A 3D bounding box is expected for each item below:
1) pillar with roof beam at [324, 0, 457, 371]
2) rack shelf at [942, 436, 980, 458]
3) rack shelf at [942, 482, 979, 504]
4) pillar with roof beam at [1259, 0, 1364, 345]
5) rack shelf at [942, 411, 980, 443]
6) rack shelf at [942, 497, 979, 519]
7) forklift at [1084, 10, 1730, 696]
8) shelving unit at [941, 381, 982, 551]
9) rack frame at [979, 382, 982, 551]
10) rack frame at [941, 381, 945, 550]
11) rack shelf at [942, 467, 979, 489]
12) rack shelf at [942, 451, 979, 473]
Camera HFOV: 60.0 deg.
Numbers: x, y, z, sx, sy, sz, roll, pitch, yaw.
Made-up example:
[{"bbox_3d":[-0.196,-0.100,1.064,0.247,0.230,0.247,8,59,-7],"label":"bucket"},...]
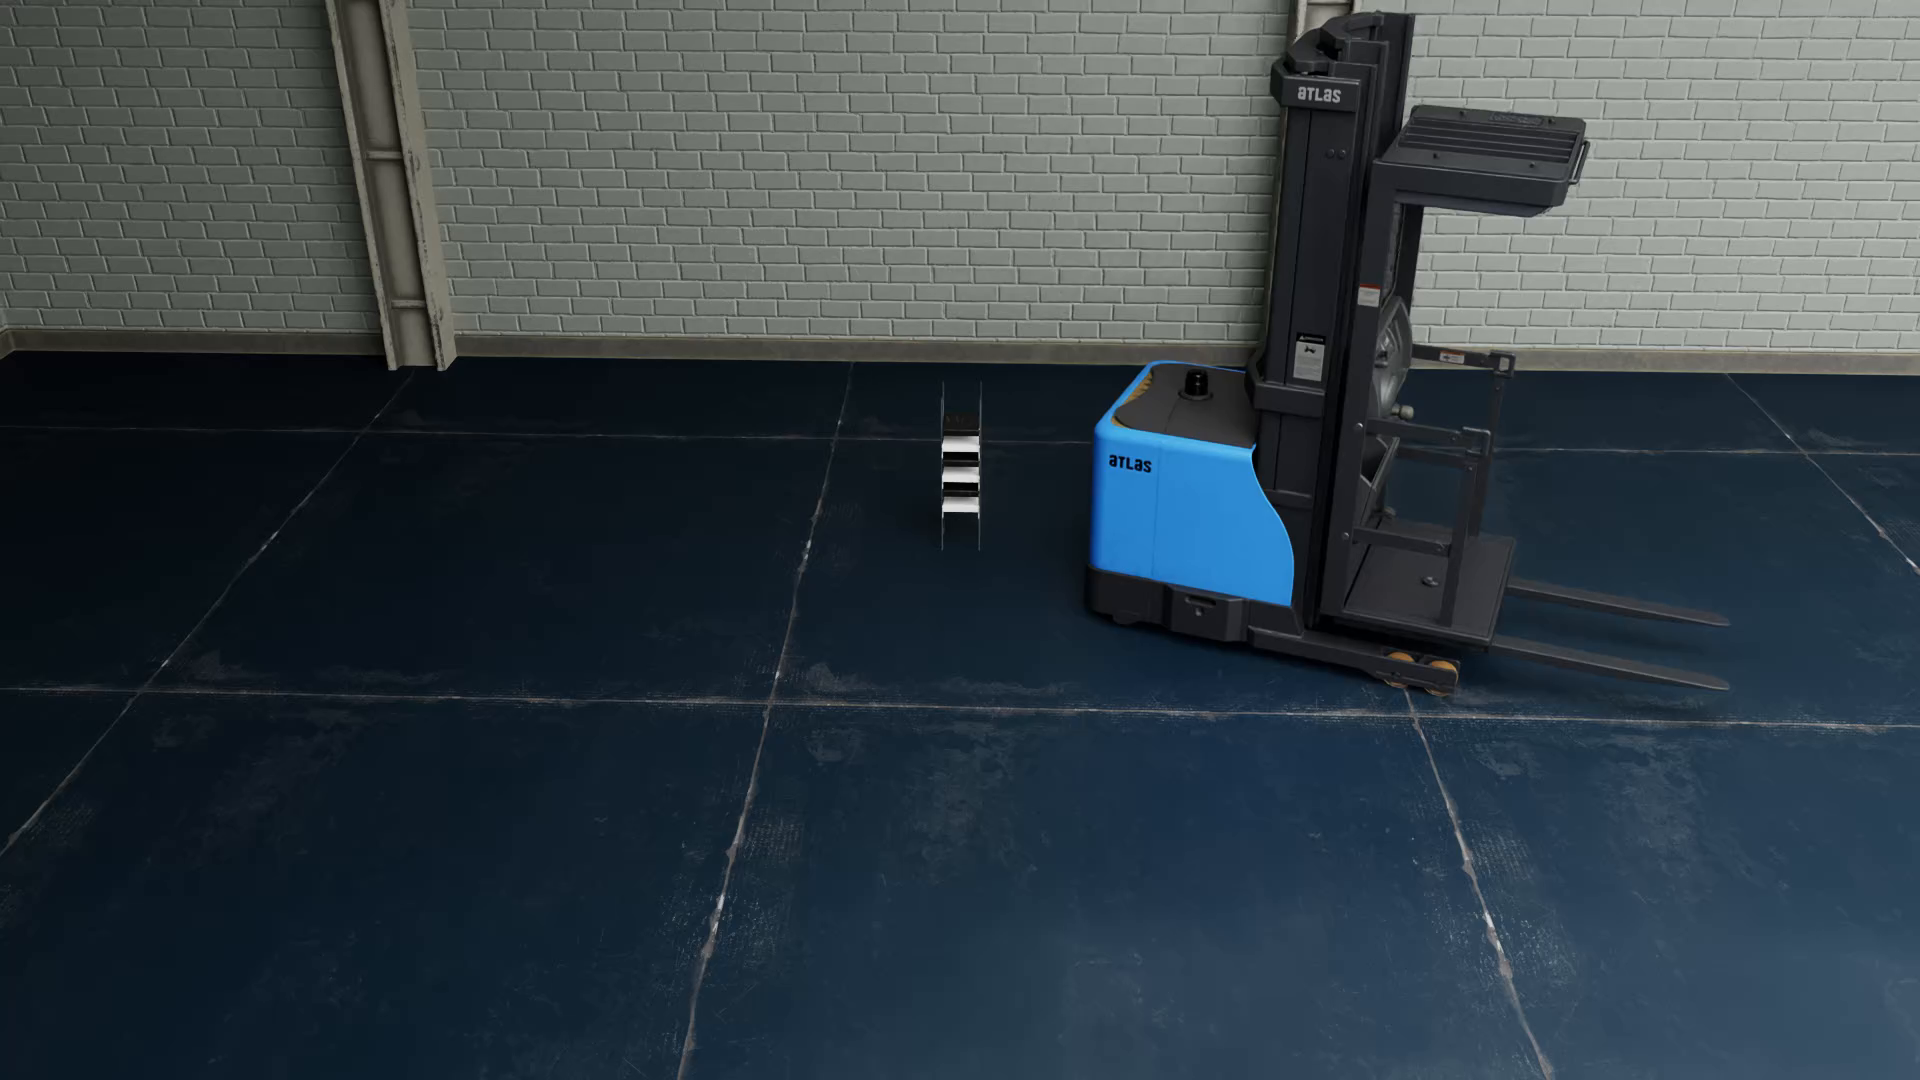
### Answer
[{"bbox_3d":[-3.892,-3.201,5.680,0.400,9.000,9.100,1,28,2],"label":"pillar with roof beam"},{"bbox_3d":[0.008,-0.527,8.970,0.200,0.077,0.258,1,28,2],"label":"rack shelf"},{"bbox_3d":[0.008,-0.288,9.097,0.200,0.077,0.258,1,28,2],"label":"rack shelf"},{"bbox_3d":[2.105,-3.102,5.493,0.400,9.000,9.100,1,28,2],"label":"pillar with roof beam"},{"bbox_3d":[0.008,-0.607,8.928,0.200,0.077,0.258,1,28,2],"label":"rack shelf"},{"bbox_3d":[0.008,-0.209,9.139,0.200,0.077,0.258,1,28,2],"label":"rack shelf"},{"bbox_3d":[2.200,-0.840,7.704,3.031,2.935,1.130,11,30,20],"label":"forklift"},{"bbox_3d":[0.008,-0.397,9.039,0.210,0.900,0.258,1,28,2],"label":"shelving unit"},{"bbox_3d":[0.110,-0.396,9.036,0.006,0.900,0.240,1,28,2],"label":"rack frame"},{"bbox_3d":[-0.094,-0.399,9.042,0.006,0.900,0.240,1,28,2],"label":"rack frame"},{"bbox_3d":[0.008,-0.368,9.055,0.200,0.077,0.258,1,28,2],"label":"rack shelf"},{"bbox_3d":[0.008,-0.448,9.012,0.200,0.077,0.258,1,28,2],"label":"rack shelf"}]
